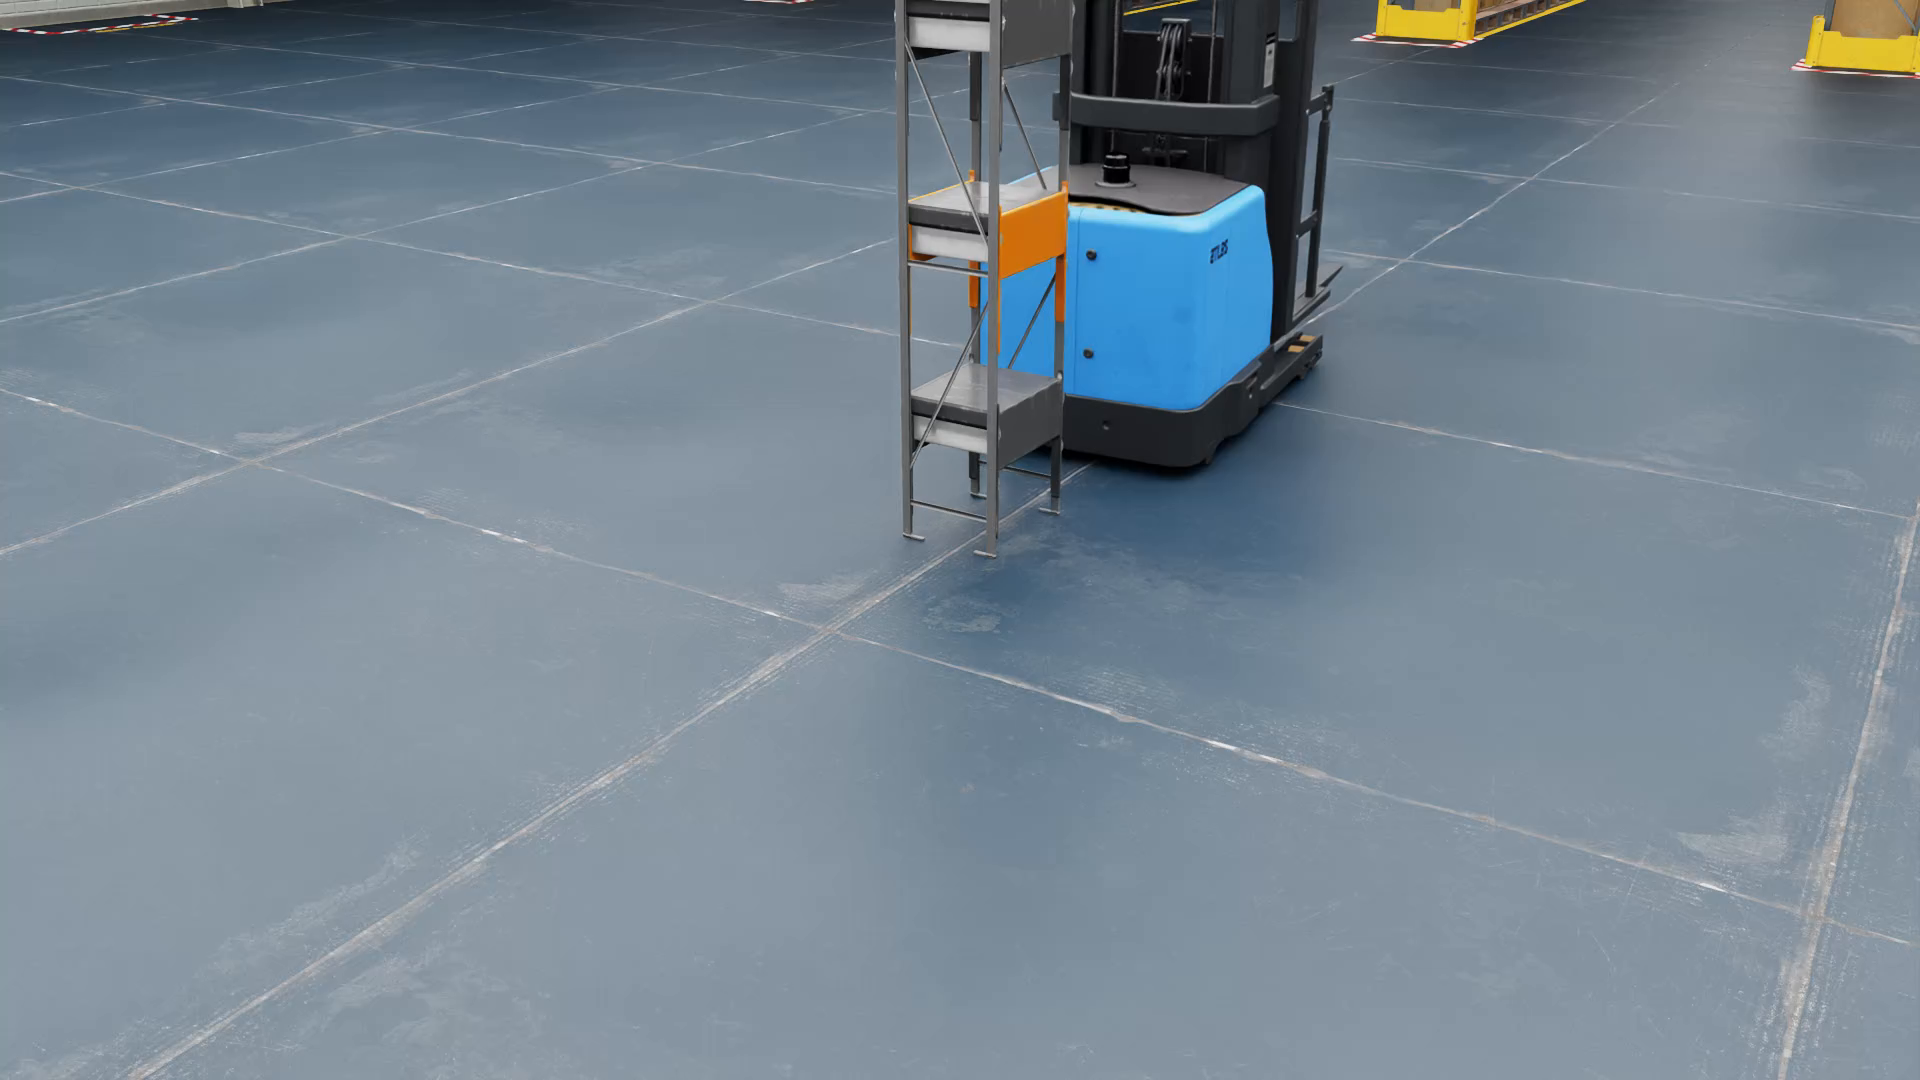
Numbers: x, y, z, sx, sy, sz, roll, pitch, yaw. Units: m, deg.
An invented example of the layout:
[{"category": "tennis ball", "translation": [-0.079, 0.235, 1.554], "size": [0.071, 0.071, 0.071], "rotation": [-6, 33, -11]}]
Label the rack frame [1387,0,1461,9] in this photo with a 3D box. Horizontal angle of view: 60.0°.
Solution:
[{"category": "rack frame", "translation": [5.757, -7.637, 20.116], "size": [1.000, 3.000, 0.127], "rotation": [14, 27, 29]}]

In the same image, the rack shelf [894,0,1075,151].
[{"category": "rack shelf", "translation": [0.087, -1.649, 5.689], "size": [0.431, 0.518, 0.480], "rotation": [14, 27, 29]}]

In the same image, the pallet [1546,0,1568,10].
[{"category": "pallet", "translation": [8.276, -7.970, 24.396], "size": [1.003, 0.211, 1.213], "rotation": [14, 27, 29]}]

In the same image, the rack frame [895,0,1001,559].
[{"category": "rack frame", "translation": [-0.041, -0.937, 5.772], "size": [0.400, 2.100, 0.015], "rotation": [14, 27, 29]}]

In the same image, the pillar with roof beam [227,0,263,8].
[{"category": "pillar with roof beam", "translation": [-6.741, -10.994, 20.320], "size": [9.100, 9.000, 0.400], "rotation": [14, 27, 29]}]

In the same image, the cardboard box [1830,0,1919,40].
[{"category": "cardboard box", "translation": [10.219, -6.024, 18.535], "size": [0.875, 0.875, 0.875], "rotation": [14, 27, 29]}]

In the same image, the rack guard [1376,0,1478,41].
[{"category": "rack guard", "translation": [5.797, -6.516, 20.671], "size": [1.175, 0.500, 0.348], "rotation": [14, 27, 29]}]

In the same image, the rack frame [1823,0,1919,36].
[{"category": "rack frame", "translation": [9.917, -6.563, 17.636], "size": [1.000, 3.000, 0.127], "rotation": [14, 27, 29]}]

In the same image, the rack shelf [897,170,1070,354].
[{"category": "rack shelf", "translation": [0.087, -1.007, 5.967], "size": [0.431, 0.518, 0.480], "rotation": [14, 27, 29]}]

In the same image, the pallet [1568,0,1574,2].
[{"category": "pallet", "translation": [8.919, -8.384, 25.351], "size": [1.003, 0.211, 1.213], "rotation": [14, 27, 29]}]

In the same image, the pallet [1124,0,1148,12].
[{"category": "pallet", "translation": [1.982, -7.704, 23.780], "size": [1.003, 0.211, 1.213], "rotation": [14, 27, 29]}]

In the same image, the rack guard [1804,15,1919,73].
[{"category": "rack guard", "translation": [9.904, -5.408, 18.114], "size": [1.175, 0.500, 0.348], "rotation": [14, 27, 29]}]

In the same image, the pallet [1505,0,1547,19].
[{"category": "pallet", "translation": [7.542, -7.473, 23.247], "size": [1.003, 0.211, 1.213], "rotation": [14, 27, 29]}]

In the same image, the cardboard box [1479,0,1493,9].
[{"category": "cardboard box", "translation": [6.733, -7.306, 21.969], "size": [0.500, 0.500, 0.500], "rotation": [17, 29, 34]}]

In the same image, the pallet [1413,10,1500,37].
[{"category": "pallet", "translation": [6.255, -6.650, 21.345], "size": [1.003, 0.211, 1.213], "rotation": [14, 27, 29]}]

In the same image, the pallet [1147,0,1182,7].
[{"category": "pallet", "translation": [2.626, -8.114, 24.727], "size": [1.003, 0.211, 1.213], "rotation": [14, 27, 29]}]

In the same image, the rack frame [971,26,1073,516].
[{"category": "rack frame", "translation": [0.216, -1.102, 6.152], "size": [0.400, 2.100, 0.015], "rotation": [14, 27, 29]}]

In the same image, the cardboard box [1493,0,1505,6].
[{"category": "cardboard box", "translation": [7.065, -7.485, 22.383], "size": [0.500, 0.500, 0.500], "rotation": [11, 26, 24]}]

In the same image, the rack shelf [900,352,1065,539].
[{"category": "rack shelf", "translation": [0.087, -0.365, 6.245], "size": [0.431, 0.518, 0.480], "rotation": [14, 27, 29]}]

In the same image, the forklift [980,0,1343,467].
[{"category": "forklift", "translation": [1.141, -2.190, 7.620], "size": [1.130, 2.935, 3.031], "rotation": [11, 26, 24]}]

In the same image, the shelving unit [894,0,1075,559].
[{"category": "shelving unit", "translation": [0.087, -1.019, 5.962], "size": [0.431, 2.100, 0.503], "rotation": [14, 27, 29]}]

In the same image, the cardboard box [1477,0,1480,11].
[{"category": "cardboard box", "translation": [6.386, -7.099, 21.490], "size": [0.500, 0.500, 0.500], "rotation": [-20, 31, -39]}]

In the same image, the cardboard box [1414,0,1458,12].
[{"category": "cardboard box", "translation": [6.100, -6.890, 21.007], "size": [0.500, 0.500, 0.500], "rotation": [20, 30, 38]}]

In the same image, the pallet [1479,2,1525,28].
[{"category": "pallet", "translation": [6.900, -7.060, 22.292], "size": [1.003, 0.211, 1.213], "rotation": [14, 27, 29]}]
